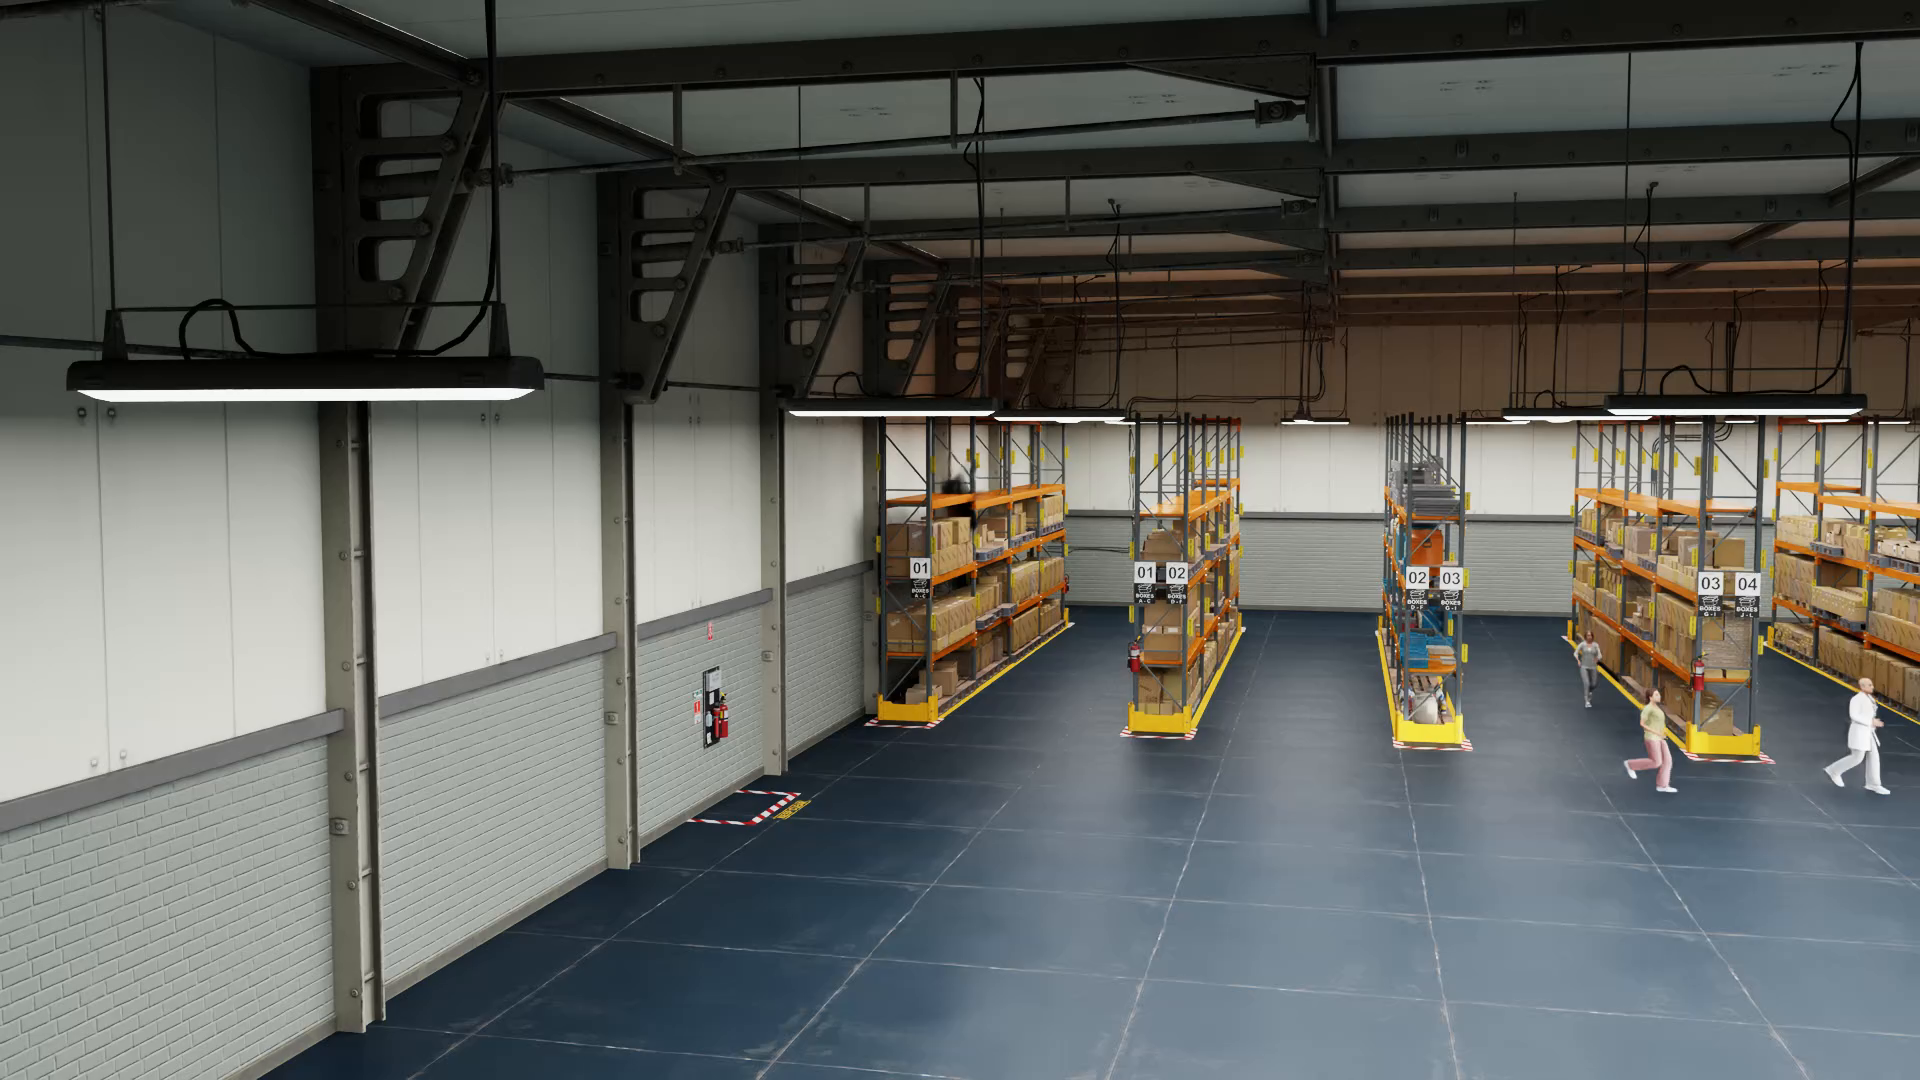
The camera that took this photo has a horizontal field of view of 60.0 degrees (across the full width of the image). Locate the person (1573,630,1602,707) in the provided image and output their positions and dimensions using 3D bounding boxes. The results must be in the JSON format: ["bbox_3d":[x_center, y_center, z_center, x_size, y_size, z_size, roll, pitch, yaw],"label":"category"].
[{"bbox_3d":[12.886,2.632,34.187,0.509,1.553,0.680,1,4,12],"label":"person"}]

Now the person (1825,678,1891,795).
[{"bbox_3d":[14.174,3.058,26.188,0.732,1.794,0.938,-3,5,-41],"label":"person"}]

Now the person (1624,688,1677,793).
[{"bbox_3d":[10.934,3.140,26.238,0.806,1.631,0.593,4,5,44],"label":"person"}]
